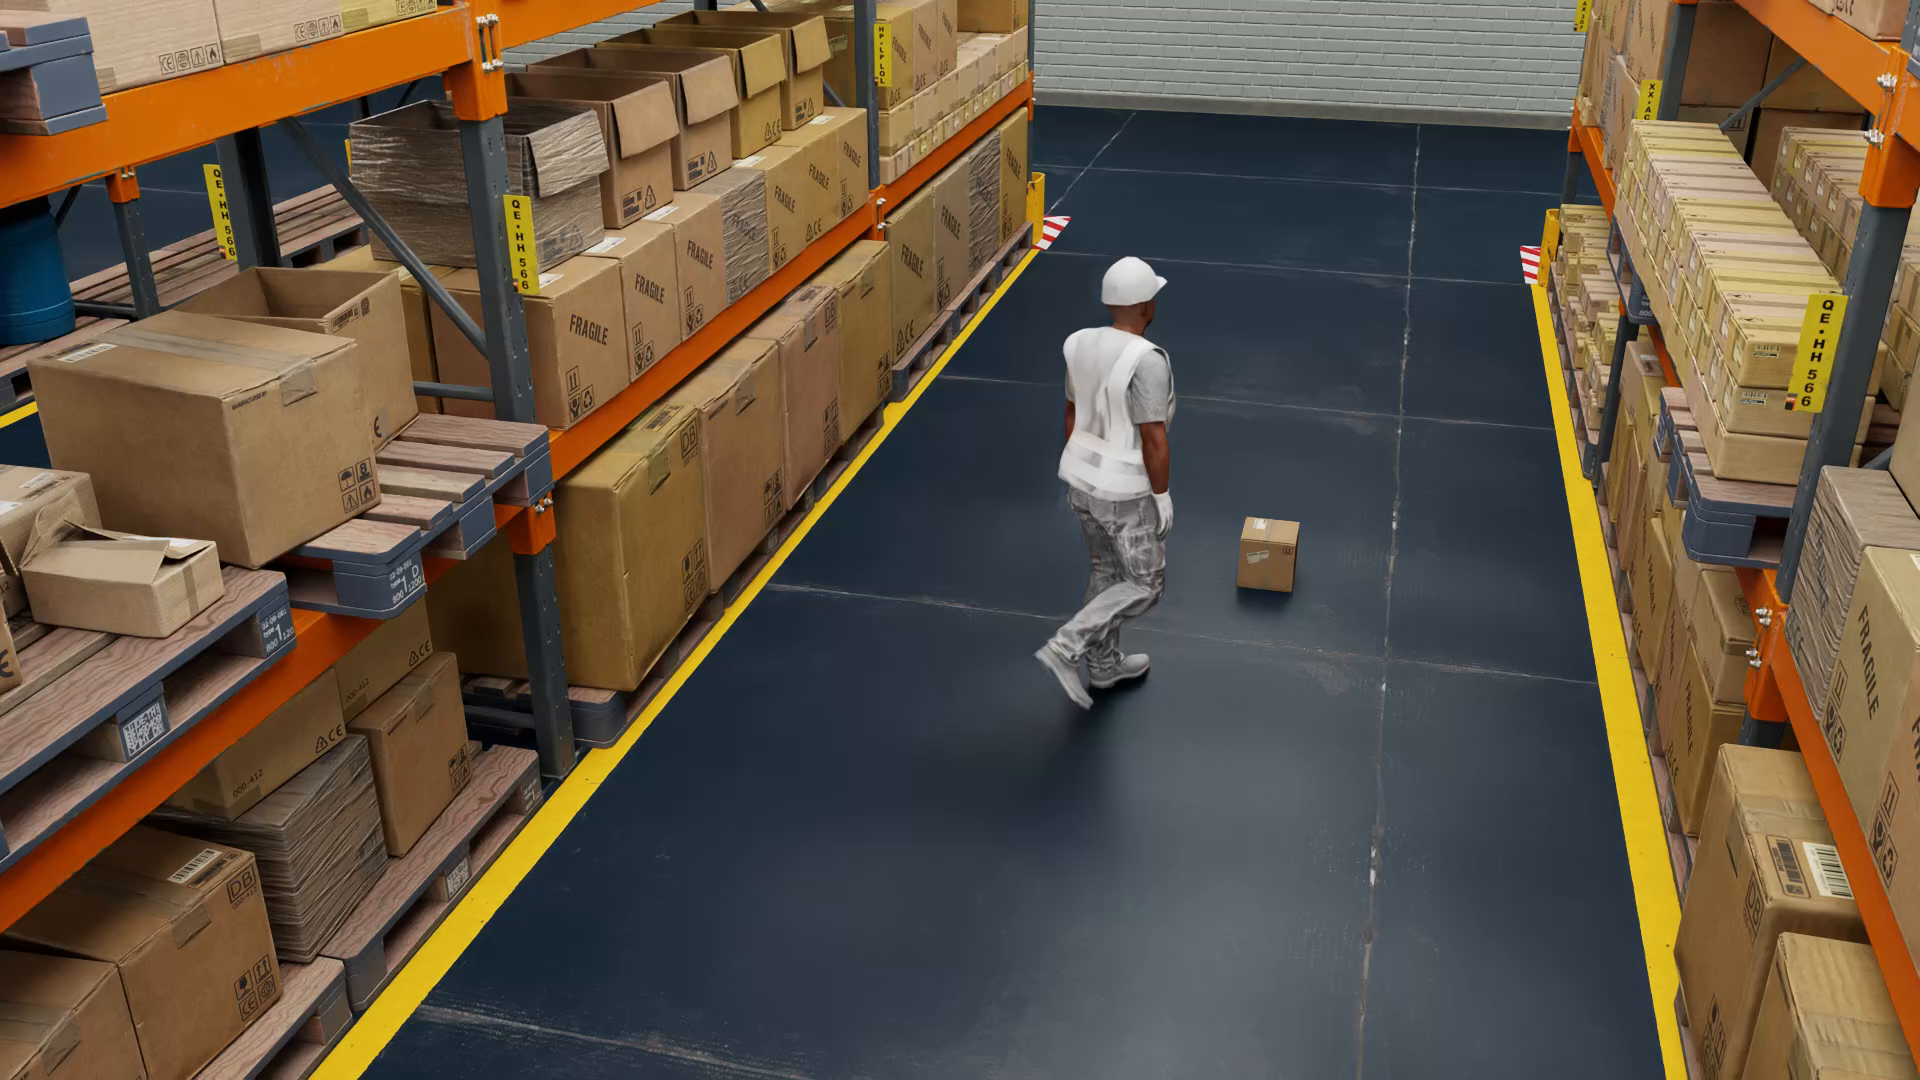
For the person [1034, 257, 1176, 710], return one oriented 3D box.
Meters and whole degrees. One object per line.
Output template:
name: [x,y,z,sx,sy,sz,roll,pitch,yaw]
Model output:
person: [0.516,-0.189,6.454,0.678,1.765,0.603,-15,29,-29]
